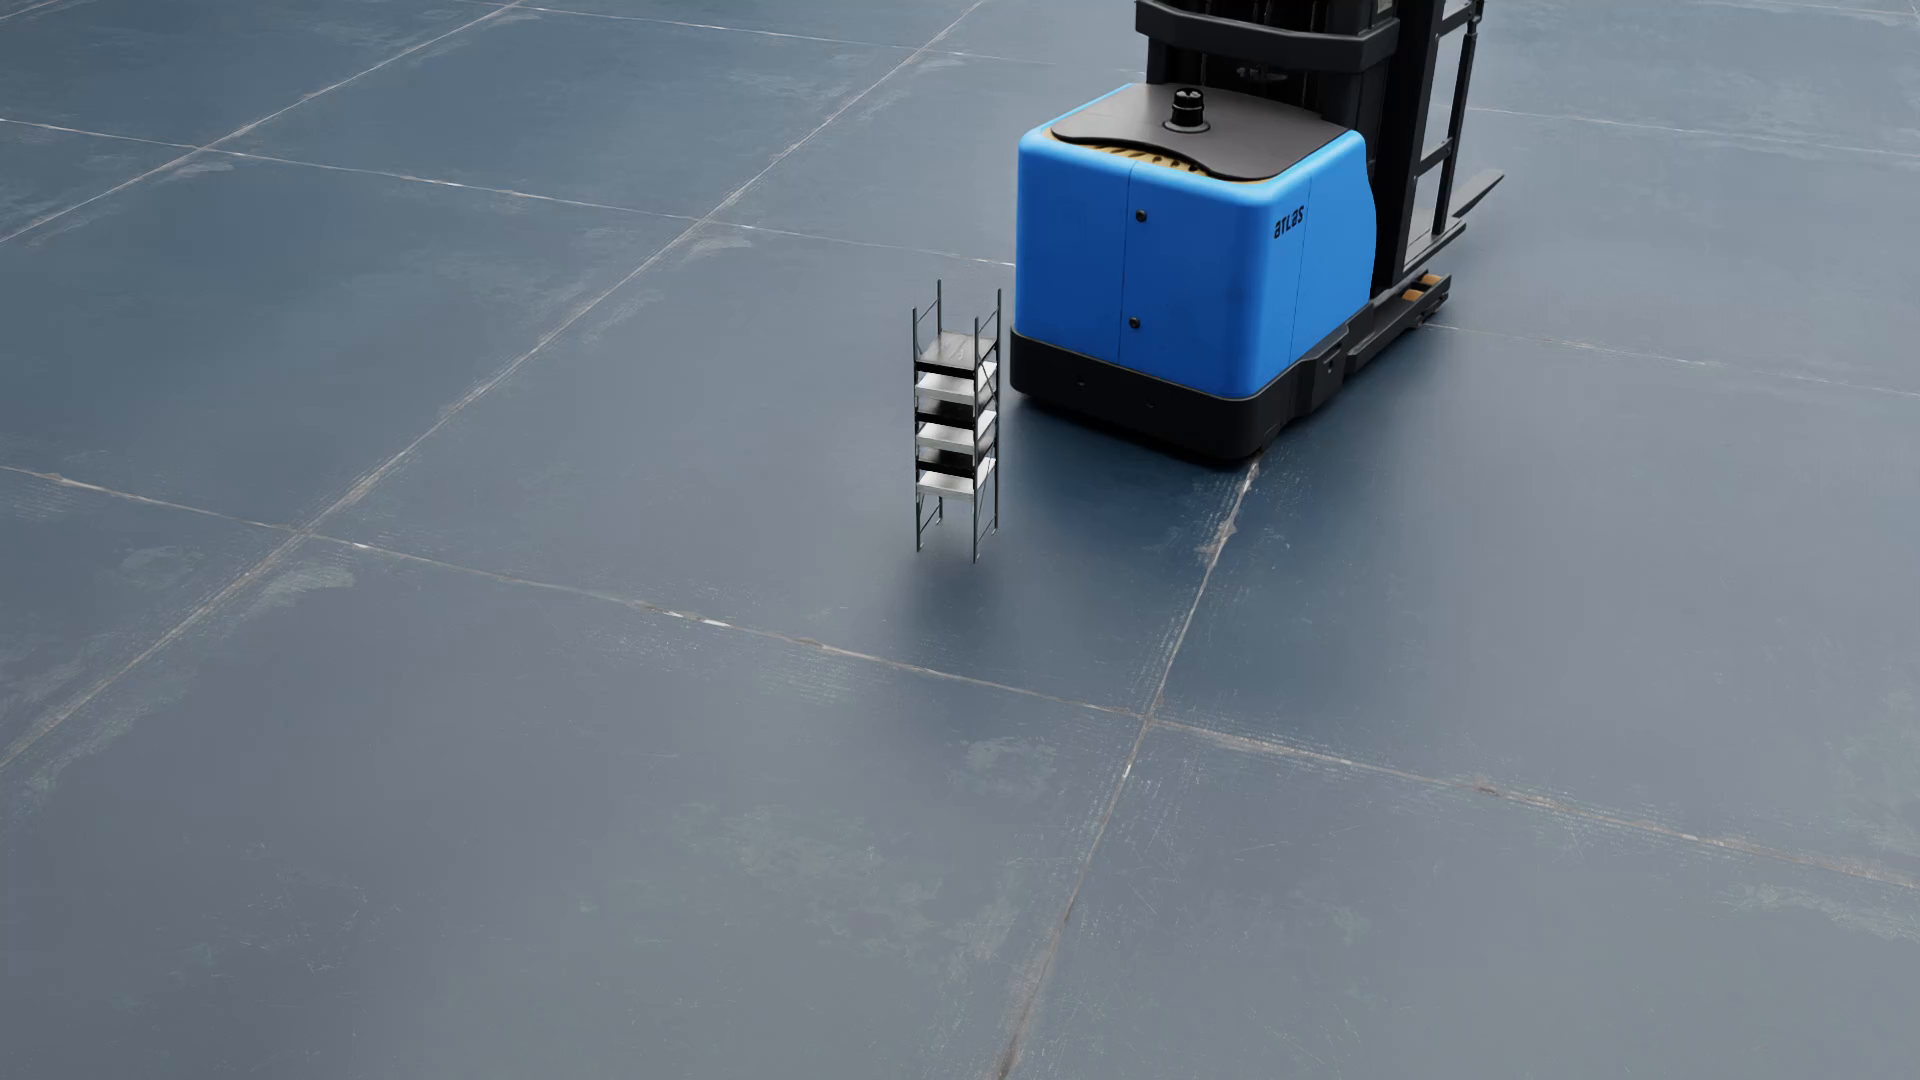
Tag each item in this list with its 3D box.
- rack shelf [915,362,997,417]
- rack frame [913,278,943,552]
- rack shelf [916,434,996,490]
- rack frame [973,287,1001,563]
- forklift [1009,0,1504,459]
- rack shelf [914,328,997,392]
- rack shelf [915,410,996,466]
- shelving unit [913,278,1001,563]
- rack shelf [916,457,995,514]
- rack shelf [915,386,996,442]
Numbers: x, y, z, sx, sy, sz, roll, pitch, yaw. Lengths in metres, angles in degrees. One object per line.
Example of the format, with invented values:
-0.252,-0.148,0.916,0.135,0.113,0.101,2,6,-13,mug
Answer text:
-0.008,-0.503,5.365,0.200,0.077,0.258,11,34,16,rack shelf
-0.103,-0.398,5.473,0.006,0.900,0.240,11,34,16,rack frame
-0.008,-0.276,5.512,0.200,0.077,0.258,11,34,16,rack shelf
0.088,-0.361,5.416,0.006,0.900,0.240,11,34,16,rack frame
1.468,-2.271,6.501,1.130,2.935,3.031,22,39,30,forklift
-0.008,-0.578,5.316,0.200,0.077,0.258,11,34,16,rack shelf
-0.008,-0.352,5.463,0.200,0.077,0.258,11,34,16,rack shelf
-0.008,-0.380,5.445,0.210,0.900,0.258,11,34,16,shelving unit
-0.008,-0.200,5.560,0.200,0.077,0.258,11,34,16,rack shelf
-0.008,-0.427,5.414,0.200,0.077,0.258,11,34,16,rack shelf
